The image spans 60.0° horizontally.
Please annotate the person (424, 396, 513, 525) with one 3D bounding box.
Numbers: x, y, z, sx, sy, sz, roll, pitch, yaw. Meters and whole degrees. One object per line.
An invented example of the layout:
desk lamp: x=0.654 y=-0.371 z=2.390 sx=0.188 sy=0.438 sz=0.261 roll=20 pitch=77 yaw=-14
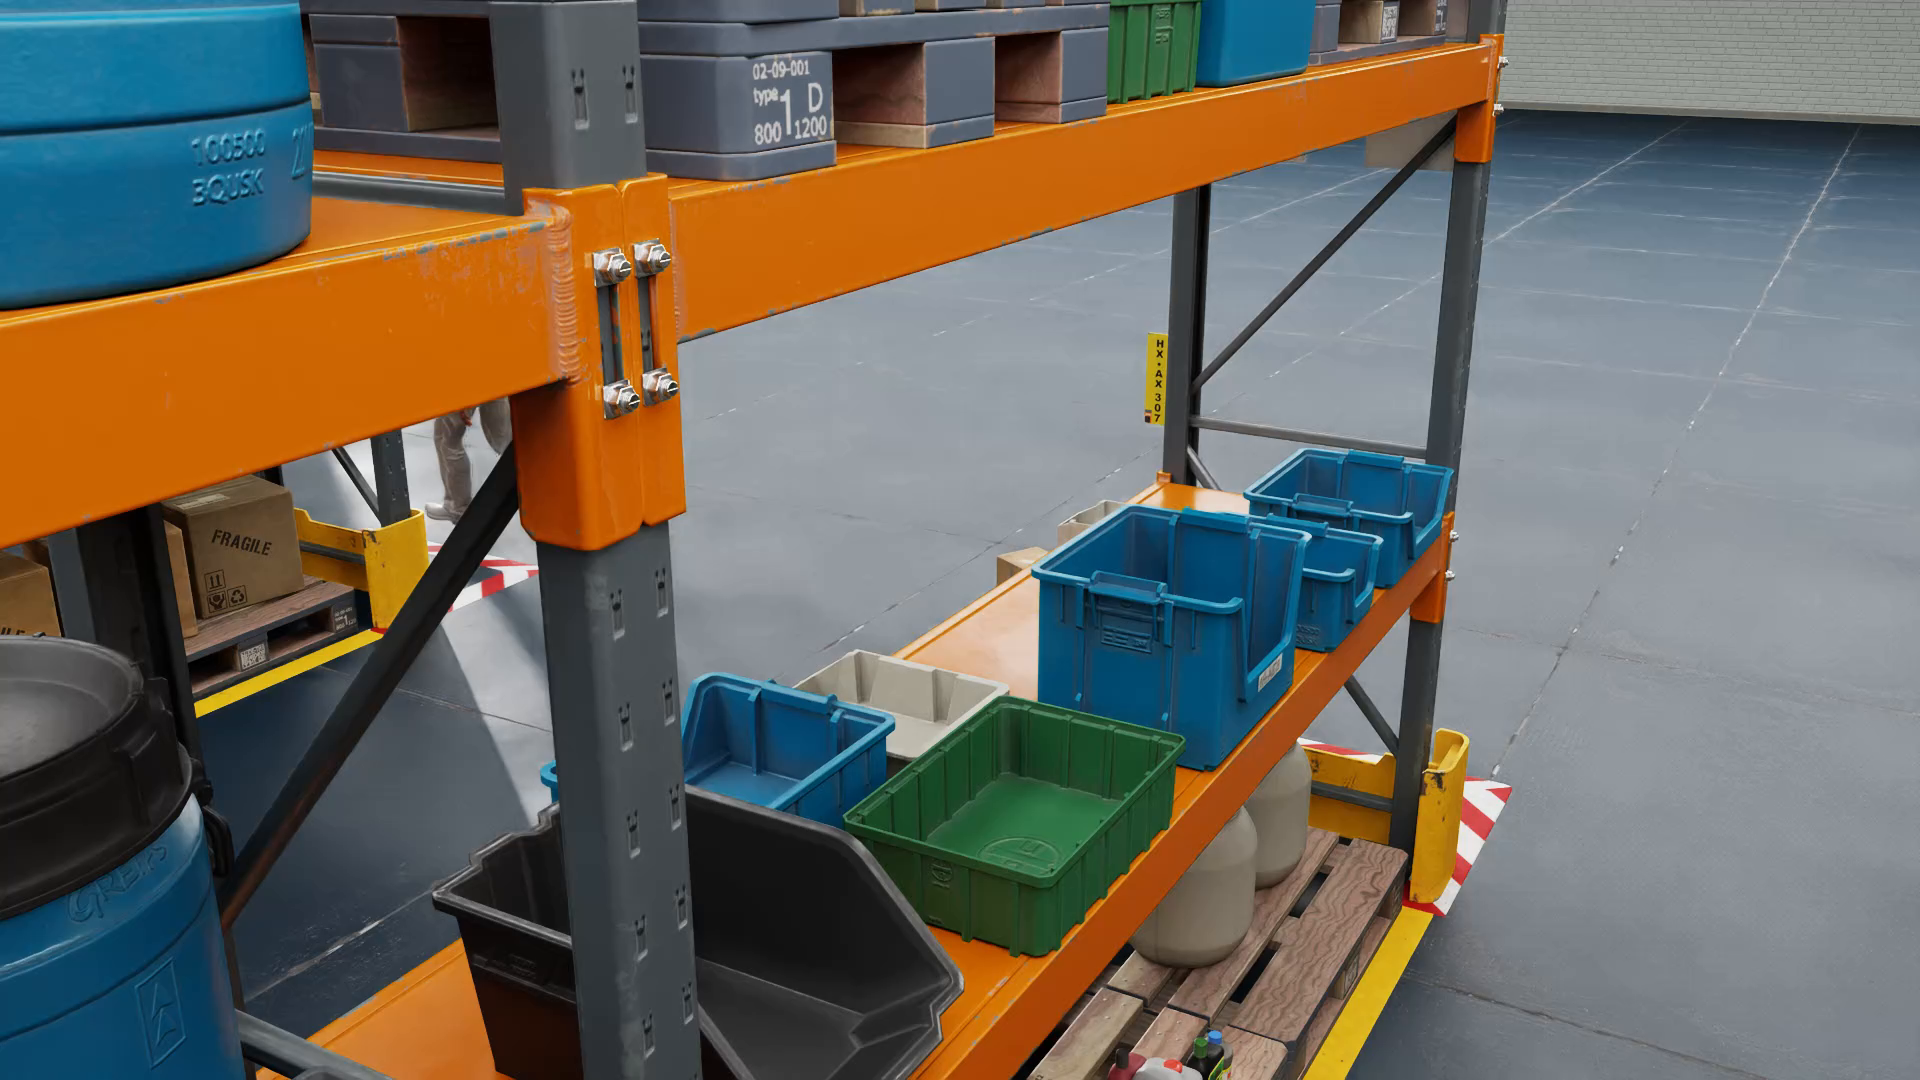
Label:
person: x=-2.607 y=-0.892 z=9.076 sx=0.963 sy=1.733 sz=0.581 roll=11 pitch=22 yaw=28
